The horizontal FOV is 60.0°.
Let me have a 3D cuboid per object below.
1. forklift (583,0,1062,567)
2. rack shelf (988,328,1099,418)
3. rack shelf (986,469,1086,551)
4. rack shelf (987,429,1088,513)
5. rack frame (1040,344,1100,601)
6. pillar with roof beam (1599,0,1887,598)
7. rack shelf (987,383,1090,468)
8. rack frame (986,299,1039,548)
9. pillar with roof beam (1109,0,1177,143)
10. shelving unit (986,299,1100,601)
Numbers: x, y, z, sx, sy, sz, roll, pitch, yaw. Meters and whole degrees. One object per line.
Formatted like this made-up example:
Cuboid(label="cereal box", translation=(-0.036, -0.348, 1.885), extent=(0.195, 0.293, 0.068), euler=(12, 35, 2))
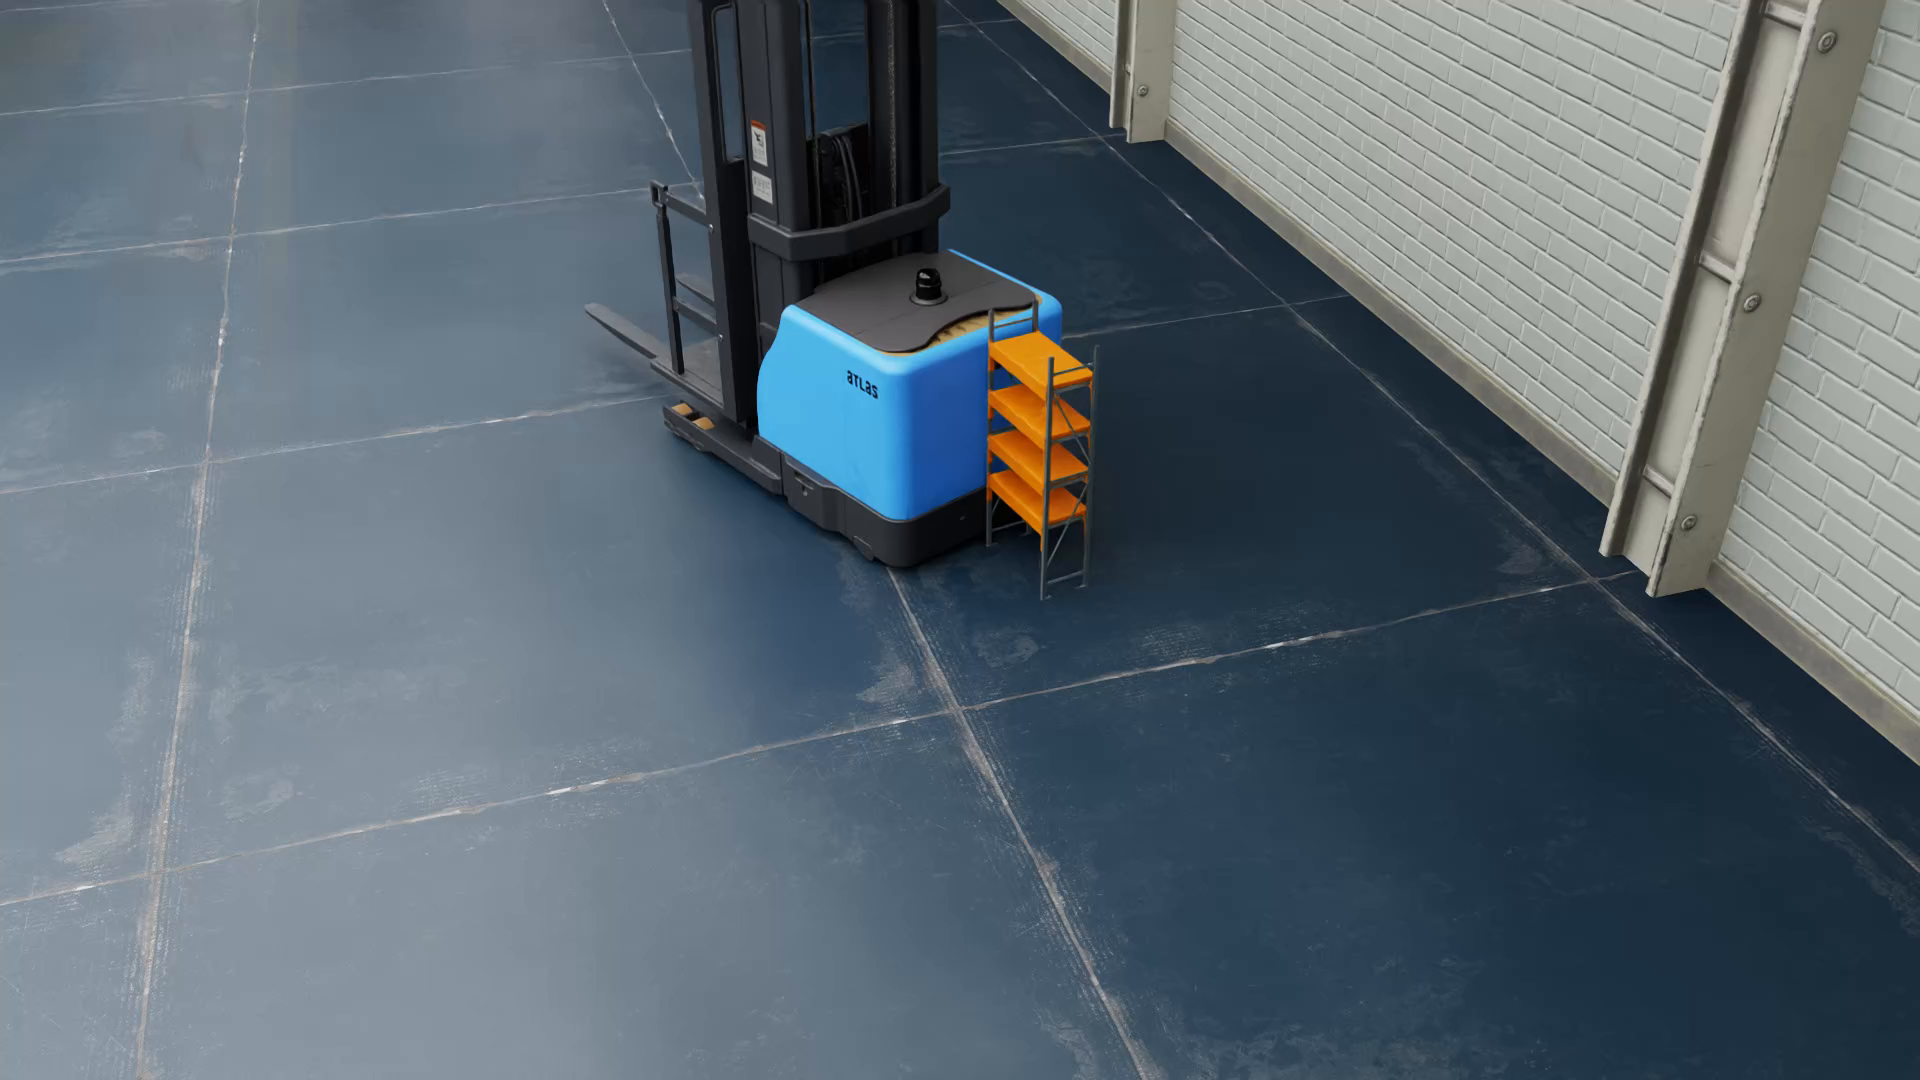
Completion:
Cuboid(label="forklift", translation=(-0.870, -1.838, 7.873), extent=(1.130, 2.935, 3.031), euler=(-26, 41, -33))
Cuboid(label="rack shelf", translation=(0.346, -0.710, 7.023), extent=(0.258, 0.148, 0.480), euler=(-17, 37, -24))
Cuboid(label="rack shelf", translation=(0.346, -0.160, 7.386), extent=(0.258, 0.148, 0.480), euler=(-17, 37, -24))
Cuboid(label="rack shelf", translation=(0.346, -0.326, 7.277), extent=(0.258, 0.148, 0.480), euler=(-17, 37, -24))
Cuboid(label="rack frame", translation=(0.463, -0.264, 7.061), extent=(0.240, 1.200, 0.015), euler=(-17, 37, -24))
Cuboid(label="pillar with roof beam", translation=(-0.948, -2.904, 3.982), extent=(9.100, 9.000, 0.400), euler=(-10, 35, -15))
Cuboid(label="rack shelf", translation=(0.346, -0.512, 7.154), extent=(0.258, 0.148, 0.480), euler=(-17, 37, -24))
Cuboid(label="rack frame", translation=(0.229, -0.500, 7.418), extent=(0.240, 1.200, 0.015), euler=(-17, 37, -24))
Cuboid(label="pillar with roof beam", translation=(-2.778, -6.054, 8.749), extent=(9.100, 9.000, 0.400), euler=(-10, 35, -15))
Cuboid(label="shelving unit", translation=(0.346, -0.382, 7.240), extent=(0.258, 1.200, 0.503), euler=(-17, 37, -24))
